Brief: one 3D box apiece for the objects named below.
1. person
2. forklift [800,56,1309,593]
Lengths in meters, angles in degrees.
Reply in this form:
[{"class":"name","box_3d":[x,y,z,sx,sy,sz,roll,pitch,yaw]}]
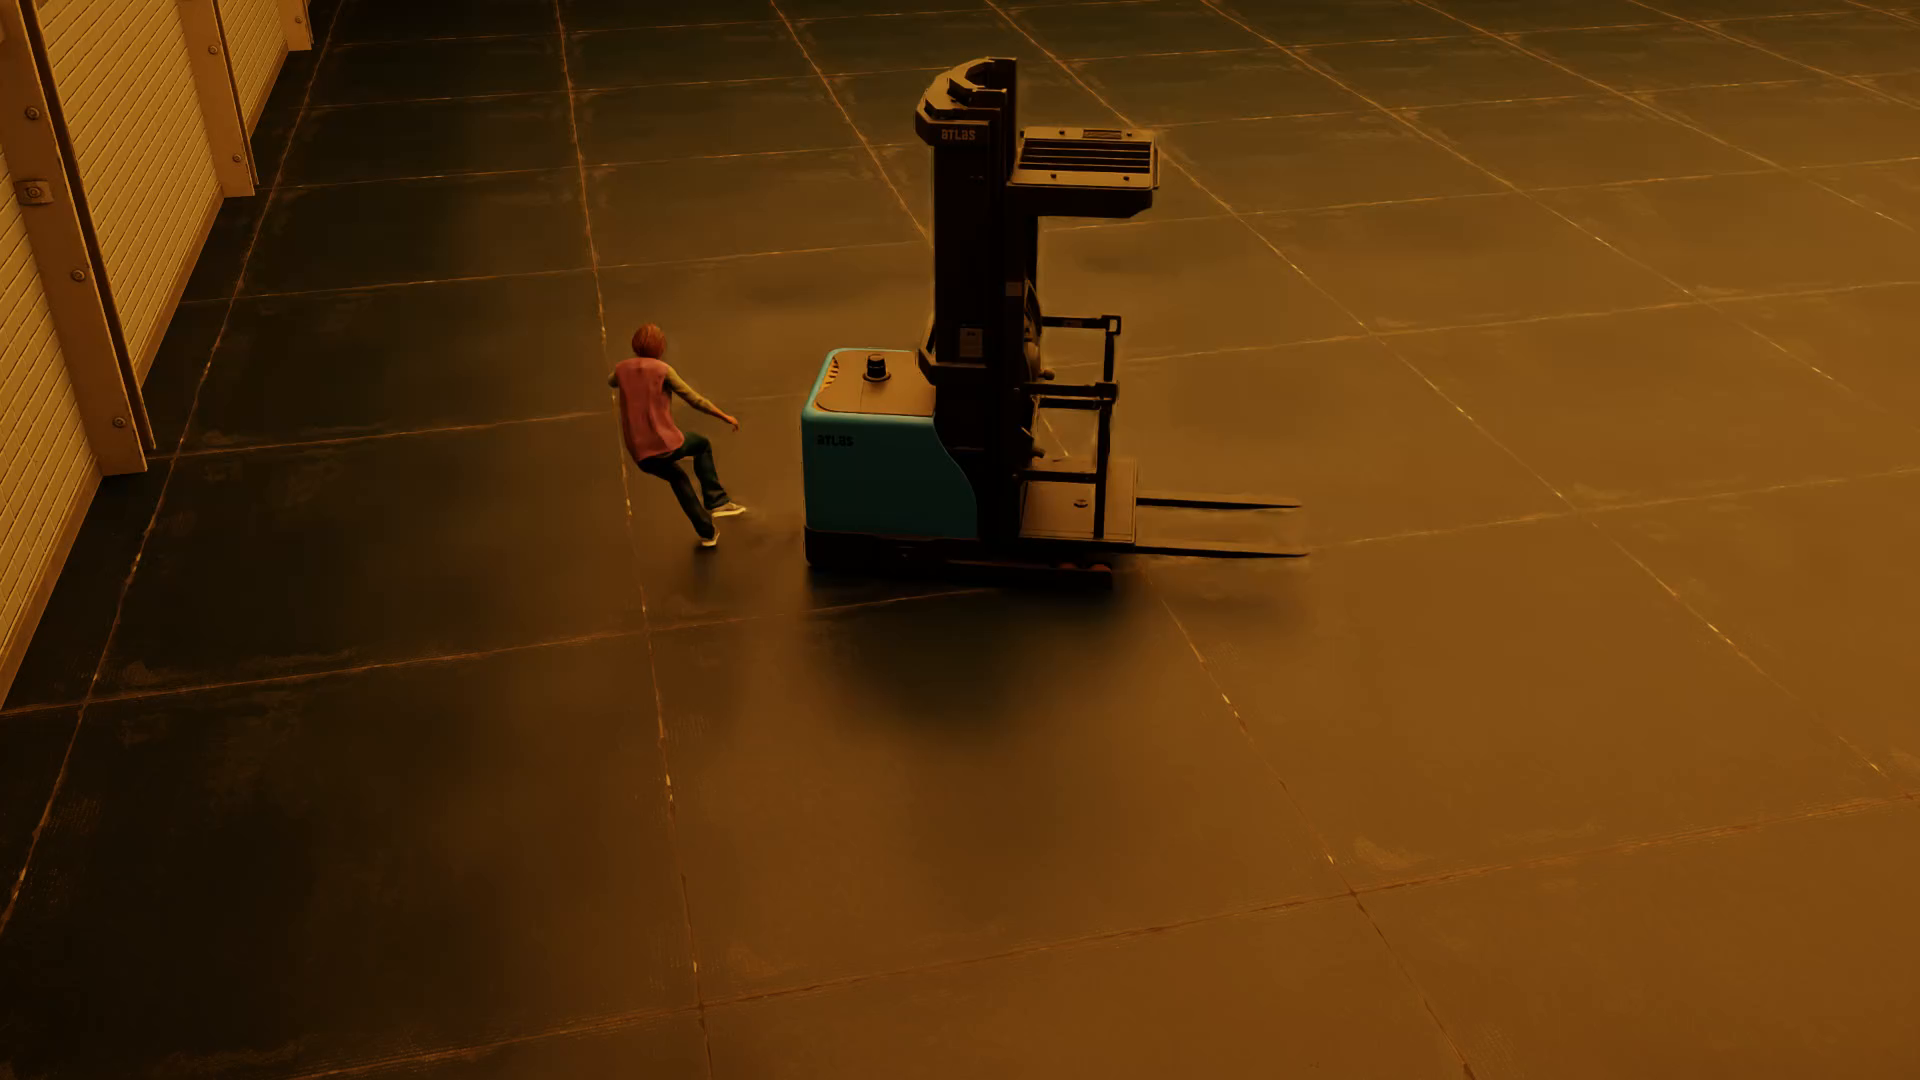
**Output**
[{"class":"person","box_3d":[-1.775,-0.683,10.340,0.825,1.365,0.827,1,30,1]},{"class":"forklift","box_3d":[0.607,-1.236,9.709,3.031,2.935,1.130,3,30,5]}]
